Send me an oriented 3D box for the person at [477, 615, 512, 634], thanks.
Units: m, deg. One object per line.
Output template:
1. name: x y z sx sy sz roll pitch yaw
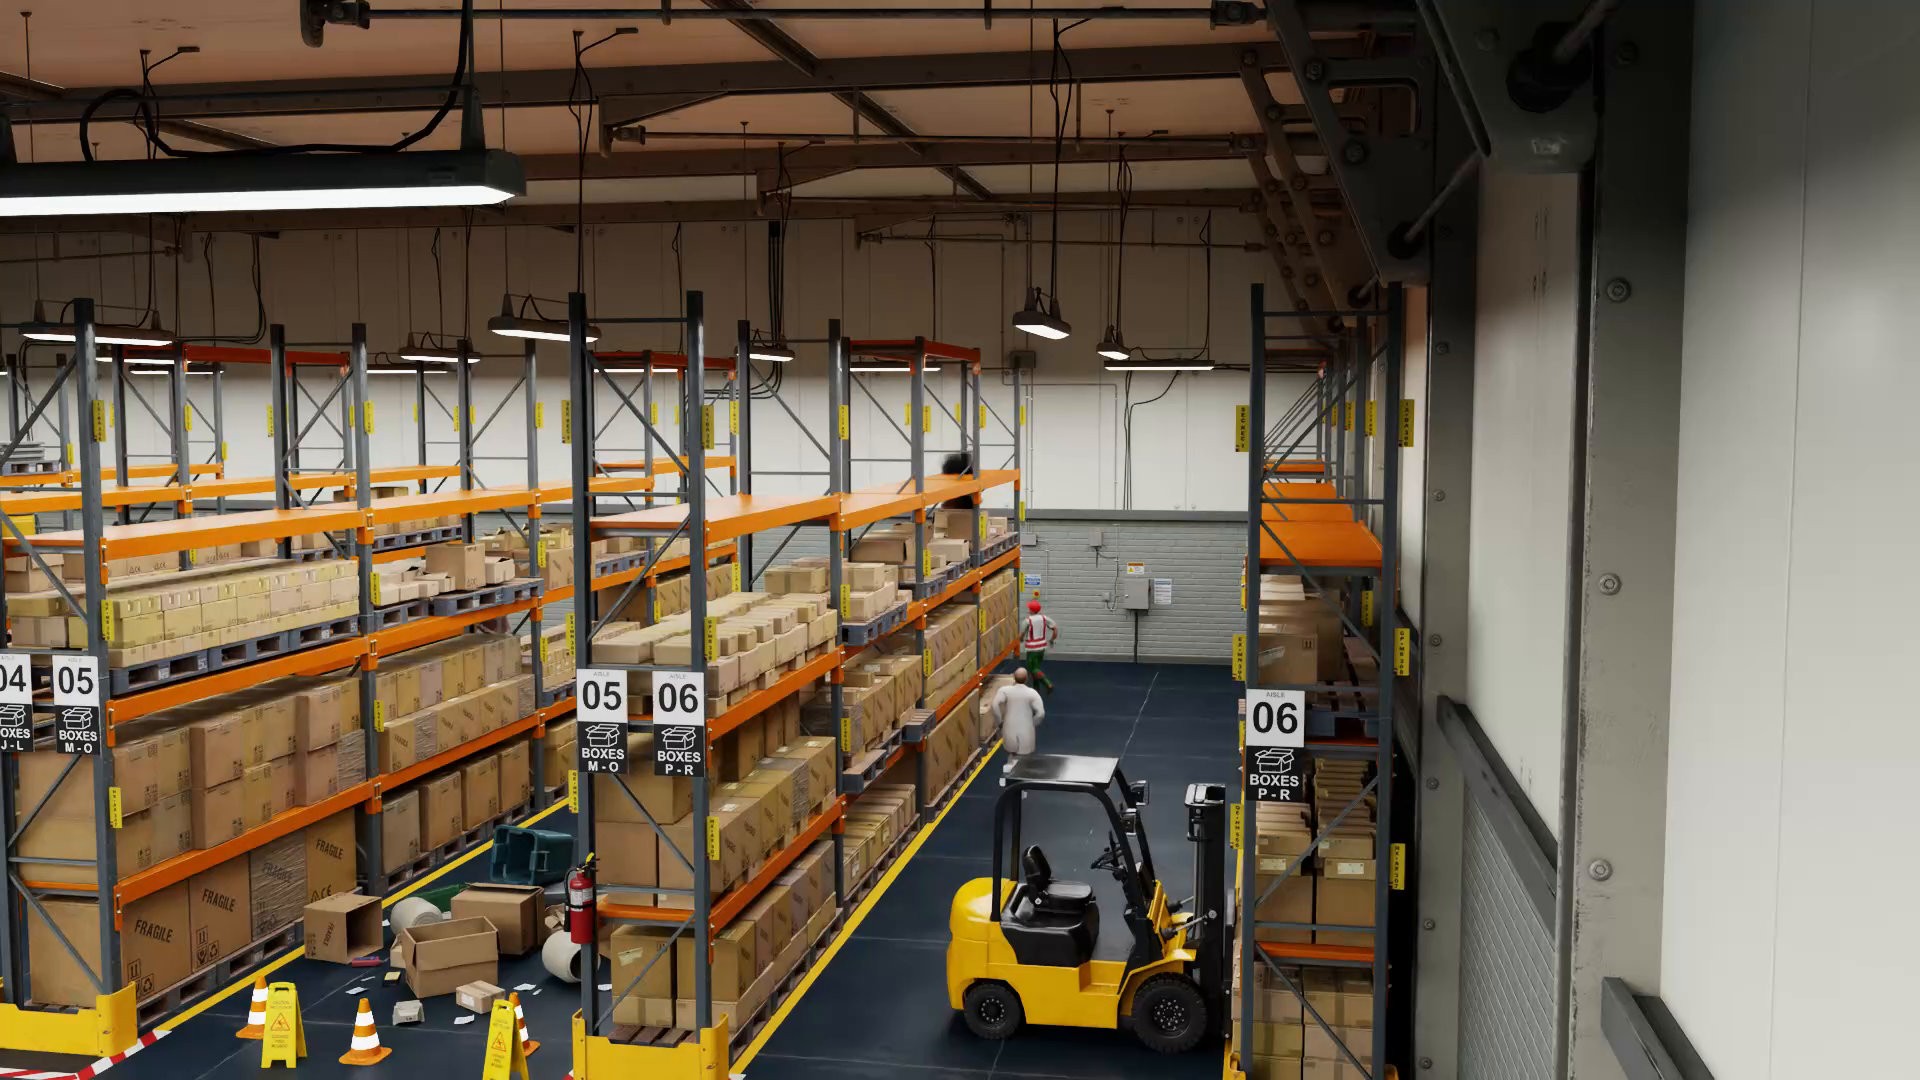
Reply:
1. person: -8.677 1.837 30.912 0.771 1.743 0.753 3 5 30

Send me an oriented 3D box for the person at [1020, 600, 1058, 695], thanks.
1. person: 1.329 1.932 29.352 0.719 1.766 0.829 -3 5 -30

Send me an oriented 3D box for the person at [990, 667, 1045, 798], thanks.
1. person: 0.786 2.537 21.944 0.700 1.739 0.552 1 5 12
